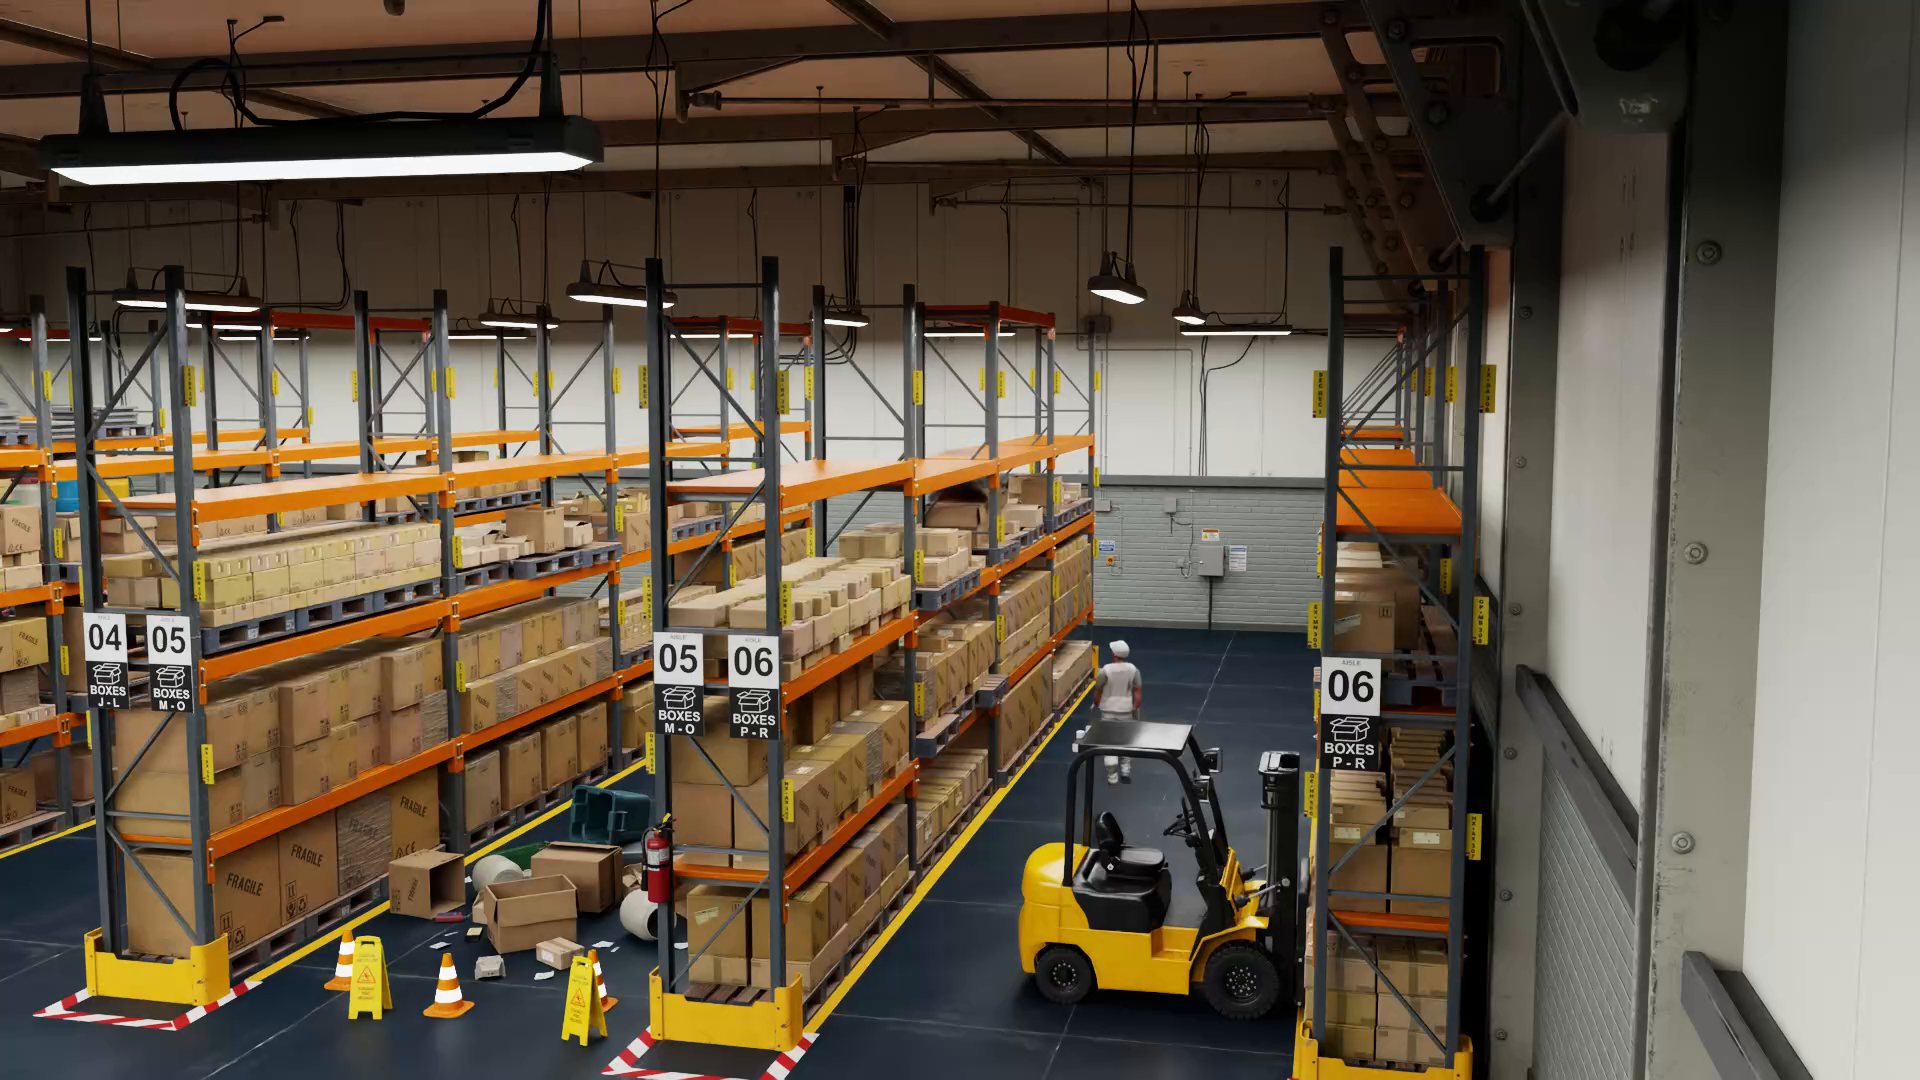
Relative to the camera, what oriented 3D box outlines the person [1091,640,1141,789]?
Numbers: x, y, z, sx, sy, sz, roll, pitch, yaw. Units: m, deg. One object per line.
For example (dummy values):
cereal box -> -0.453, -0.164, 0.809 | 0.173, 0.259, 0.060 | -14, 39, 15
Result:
person -> 1.865, 2.077, 19.904 | 0.606, 1.809, 0.536 | 1, 6, 5
